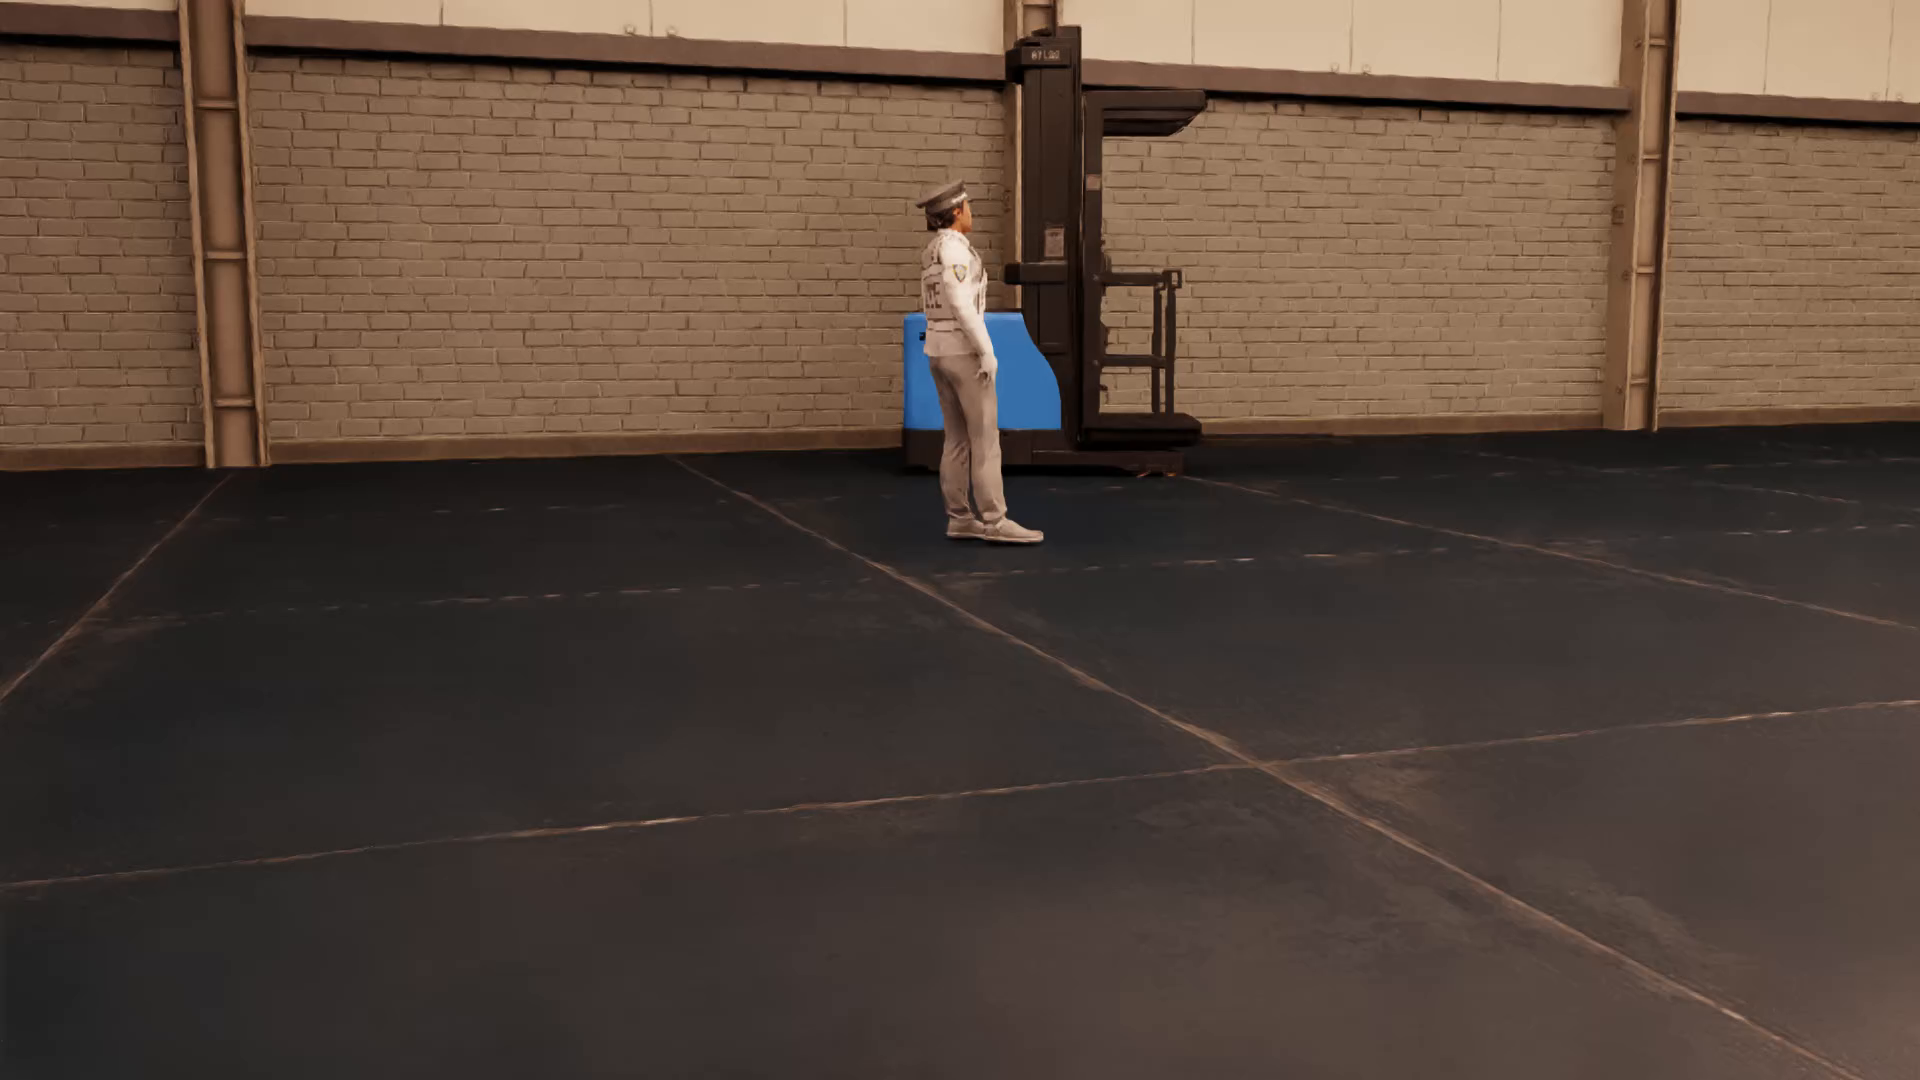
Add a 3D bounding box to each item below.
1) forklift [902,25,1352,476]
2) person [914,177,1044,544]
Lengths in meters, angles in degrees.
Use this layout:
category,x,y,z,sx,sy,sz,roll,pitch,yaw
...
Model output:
category,x,y,z,sx,sy,sz,roll,pitch,yaw
forklift,1.135,-1.949,11.377,3.031,2.935,1.130,0,8,1
person,0.066,-0.849,7.823,0.532,1.695,0.586,-3,8,-18
